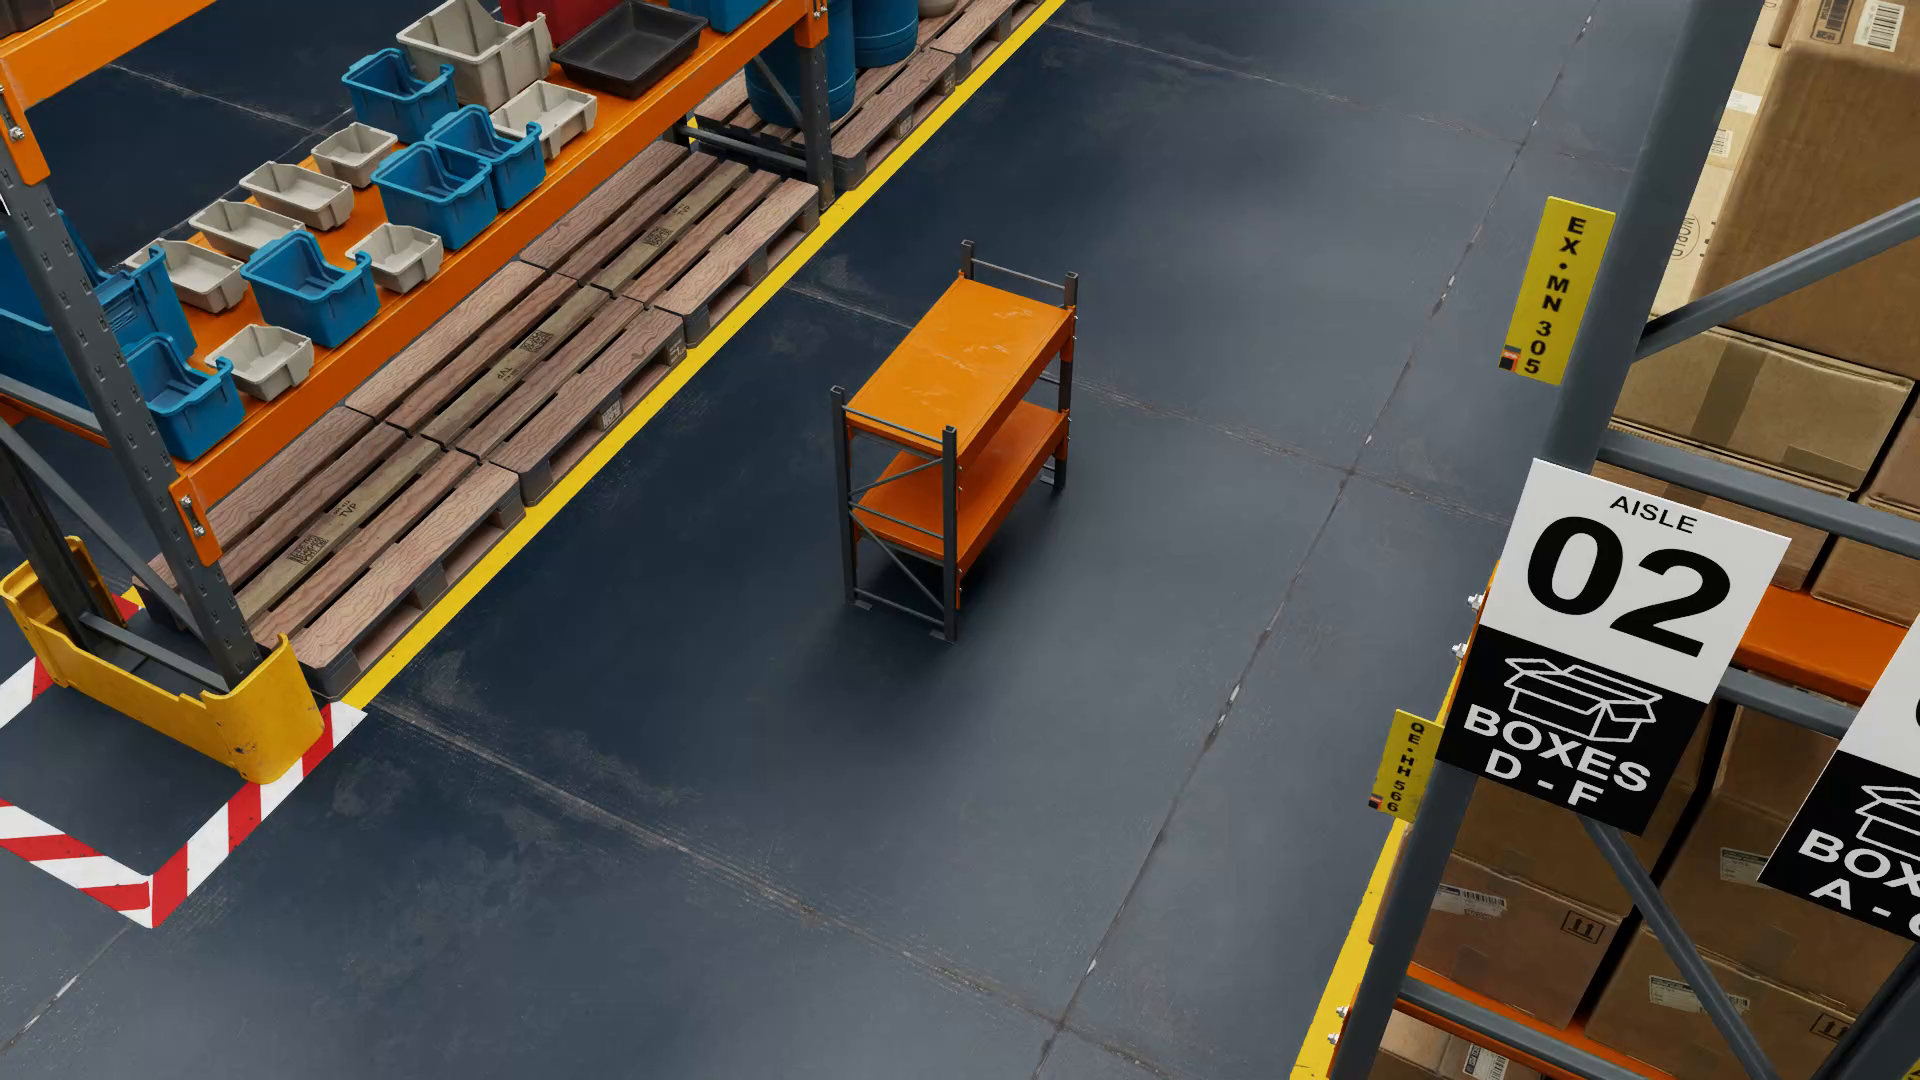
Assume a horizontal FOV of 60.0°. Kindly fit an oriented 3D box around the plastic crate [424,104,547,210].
[{"bbox_3d":[-1.830,-1.482,6.461,0.416,0.233,0.300,20,49,19],"label":"plastic crate"}]

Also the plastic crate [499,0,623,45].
[{"bbox_3d":[-1.767,-2.538,7.342,0.402,0.464,0.583,20,49,19],"label":"plastic crate"}]

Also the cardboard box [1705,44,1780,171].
[{"bbox_3d":[1.643,-0.717,3.275,0.500,0.250,0.500,20,49,19],"label":"cardboard box"}]

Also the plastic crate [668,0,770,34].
[{"bbox_3d":[-1.045,-2.583,7.443,0.392,0.384,0.575,20,49,19],"label":"plastic crate"}]

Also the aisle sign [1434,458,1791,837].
[{"bbox_3d":[1.095,0.211,2.884,0.394,0.787,0.004,20,49,19],"label":"aisle sign"}]

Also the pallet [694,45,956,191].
[{"bbox_3d":[-0.735,-2.467,9.319,1.003,0.211,1.213,20,49,19],"label":"pallet"}]

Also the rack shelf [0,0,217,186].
[{"bbox_3d":[-2.059,-2.516,5.804,1.077,0.370,4.000,20,49,19],"label":"rack shelf"}]

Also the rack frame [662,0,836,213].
[{"bbox_3d":[-1.130,-2.974,7.861,1.000,3.000,0.127,20,49,19],"label":"rack frame"}]

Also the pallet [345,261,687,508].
[{"bbox_3d":[-2.003,-0.747,7.619,1.003,0.211,1.213,20,49,19],"label":"pallet"}]

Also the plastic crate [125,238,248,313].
[{"bbox_3d":[-2.769,-0.956,6.009,0.396,0.136,0.243,20,49,19],"label":"plastic crate"}]

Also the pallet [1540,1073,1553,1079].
[{"bbox_3d":[1.803,1.613,5.287,1.003,0.211,1.213,20,49,19],"label":"pallet"}]

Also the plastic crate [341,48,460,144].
[{"bbox_3d":[-2.261,-1.795,6.771,0.416,0.233,0.300,20,49,19],"label":"plastic crate"}]

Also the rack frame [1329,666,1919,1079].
[{"bbox_3d":[1.398,1.183,3.751,1.000,3.000,0.127,20,49,19],"label":"rack frame"}]

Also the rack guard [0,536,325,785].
[{"bbox_3d":[-2.987,0.444,6.240,1.175,0.500,0.348,20,49,19],"label":"rack guard"}]

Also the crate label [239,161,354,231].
[{"bbox_3d":[-2.514,-1.318,6.367,0.396,0.136,0.243,20,49,19],"label":"crate label"}]

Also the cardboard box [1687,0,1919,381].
[{"bbox_3d":[1.622,-0.587,2.619,0.700,0.500,0.500,20,49,19],"label":"cardboard box"}]

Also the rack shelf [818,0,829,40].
[{"bbox_3d":[-0.202,-3.981,9.362,1.077,0.370,4.000,20,49,19],"label":"rack shelf"}]

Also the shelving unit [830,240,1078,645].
[{"bbox_3d":[-0.003,-0.391,6.626,0.538,1.125,1.048,20,49,19],"label":"shelving unit"}]

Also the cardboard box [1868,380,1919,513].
[{"bbox_3d":[1.867,-0.232,2.795,0.500,0.250,0.500,20,49,19],"label":"cardboard box"}]

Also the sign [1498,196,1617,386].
[{"bbox_3d":[0.916,-0.378,2.563,0.100,0.325,0.005,20,49,19],"label":"sign"}]

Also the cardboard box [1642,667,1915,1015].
[{"bbox_3d":[1.838,0.604,3.551,0.500,0.500,0.500,22,49,20],"label":"cardboard box"}]

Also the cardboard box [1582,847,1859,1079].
[{"bbox_3d":[1.838,0.956,3.906,0.500,0.500,0.500,21,49,20],"label":"cardboard box"}]

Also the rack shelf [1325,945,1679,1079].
[{"bbox_3d":[2.327,0.176,5.253,1.077,0.370,4.000,20,49,19],"label":"rack shelf"}]

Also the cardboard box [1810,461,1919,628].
[{"bbox_3d":[1.862,-0.058,2.975,0.500,0.250,0.500,20,49,19],"label":"cardboard box"}]

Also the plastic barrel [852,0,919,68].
[{"bbox_3d":[-0.534,-3.168,9.232,0.600,0.901,0.708,20,49,19],"label":"plastic barrel"}]

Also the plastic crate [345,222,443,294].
[{"bbox_3d":[-2.044,-1.032,6.084,0.250,0.136,0.298,20,49,19],"label":"plastic crate"}]

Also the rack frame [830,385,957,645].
[{"bbox_3d":[-0.239,-0.071,6.309,0.500,1.125,0.032,20,49,19],"label":"rack frame"}]

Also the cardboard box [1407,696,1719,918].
[{"bbox_3d":[1.361,0.425,3.727,0.500,0.500,0.500,20,49,19],"label":"cardboard box"}]

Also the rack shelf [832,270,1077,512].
[{"bbox_3d":[-0.003,-0.597,6.417,0.538,0.278,1.000,20,49,19],"label":"rack shelf"}]

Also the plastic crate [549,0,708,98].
[{"bbox_3d":[-1.412,-2.105,7.153,0.437,0.125,0.590,20,49,19],"label":"plastic crate"}]

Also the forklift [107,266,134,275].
[{"bbox_3d":[-4.939,-1.316,6.269,1.130,2.935,3.031,19,48,18],"label":"forklift"}]

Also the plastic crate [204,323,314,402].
[{"bbox_3d":[-2.359,-0.604,5.662,0.250,0.136,0.298,20,49,19],"label":"plastic crate"}]
